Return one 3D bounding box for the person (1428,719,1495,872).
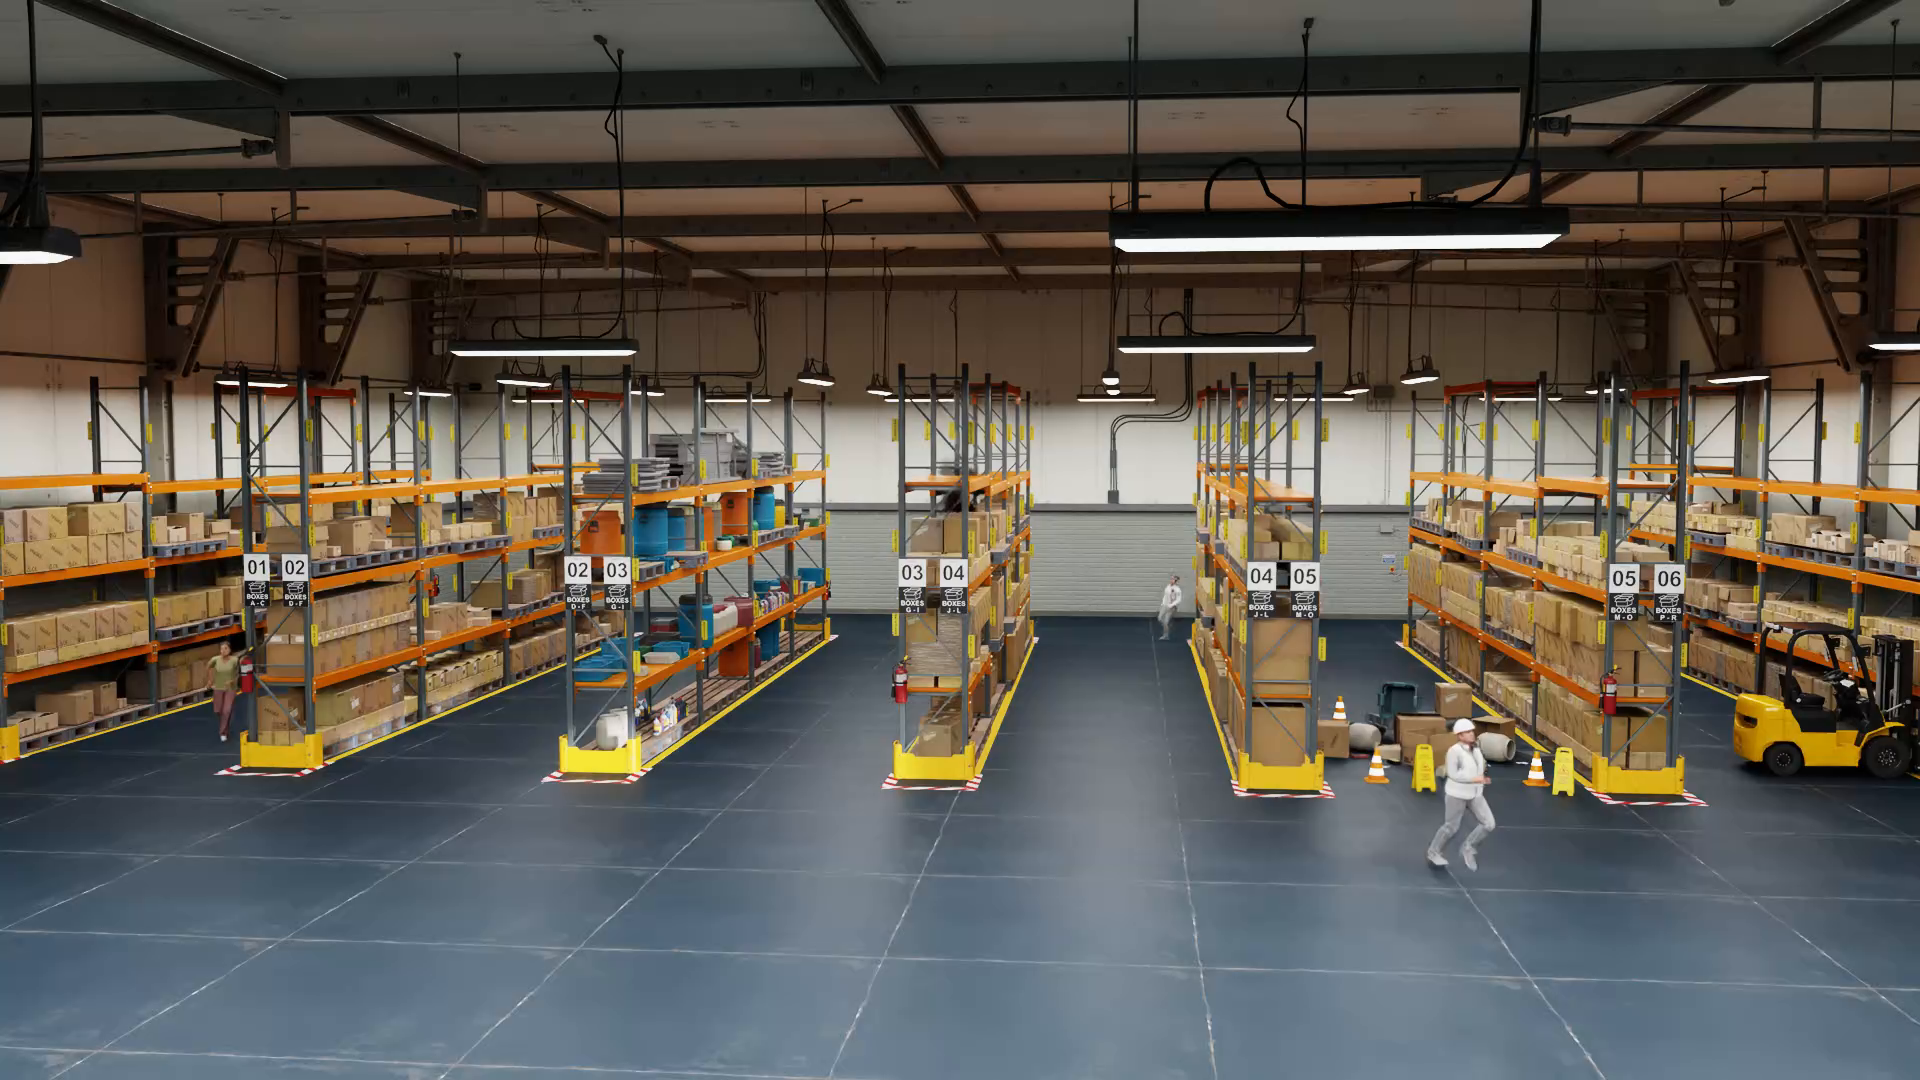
[{"bbox_3d":[5.758,2.898,18.944,0.664,1.753,0.853,-2,4,-30],"label":"person"}]

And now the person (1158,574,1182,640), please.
[{"bbox_3d":[5.044,1.619,40.085,0.509,1.618,0.638,-3,5,-43],"label":"person"}]

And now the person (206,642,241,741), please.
[{"bbox_3d":[-12.041,2.464,27.256,0.618,1.620,0.644,-1,4,-11],"label":"person"}]
